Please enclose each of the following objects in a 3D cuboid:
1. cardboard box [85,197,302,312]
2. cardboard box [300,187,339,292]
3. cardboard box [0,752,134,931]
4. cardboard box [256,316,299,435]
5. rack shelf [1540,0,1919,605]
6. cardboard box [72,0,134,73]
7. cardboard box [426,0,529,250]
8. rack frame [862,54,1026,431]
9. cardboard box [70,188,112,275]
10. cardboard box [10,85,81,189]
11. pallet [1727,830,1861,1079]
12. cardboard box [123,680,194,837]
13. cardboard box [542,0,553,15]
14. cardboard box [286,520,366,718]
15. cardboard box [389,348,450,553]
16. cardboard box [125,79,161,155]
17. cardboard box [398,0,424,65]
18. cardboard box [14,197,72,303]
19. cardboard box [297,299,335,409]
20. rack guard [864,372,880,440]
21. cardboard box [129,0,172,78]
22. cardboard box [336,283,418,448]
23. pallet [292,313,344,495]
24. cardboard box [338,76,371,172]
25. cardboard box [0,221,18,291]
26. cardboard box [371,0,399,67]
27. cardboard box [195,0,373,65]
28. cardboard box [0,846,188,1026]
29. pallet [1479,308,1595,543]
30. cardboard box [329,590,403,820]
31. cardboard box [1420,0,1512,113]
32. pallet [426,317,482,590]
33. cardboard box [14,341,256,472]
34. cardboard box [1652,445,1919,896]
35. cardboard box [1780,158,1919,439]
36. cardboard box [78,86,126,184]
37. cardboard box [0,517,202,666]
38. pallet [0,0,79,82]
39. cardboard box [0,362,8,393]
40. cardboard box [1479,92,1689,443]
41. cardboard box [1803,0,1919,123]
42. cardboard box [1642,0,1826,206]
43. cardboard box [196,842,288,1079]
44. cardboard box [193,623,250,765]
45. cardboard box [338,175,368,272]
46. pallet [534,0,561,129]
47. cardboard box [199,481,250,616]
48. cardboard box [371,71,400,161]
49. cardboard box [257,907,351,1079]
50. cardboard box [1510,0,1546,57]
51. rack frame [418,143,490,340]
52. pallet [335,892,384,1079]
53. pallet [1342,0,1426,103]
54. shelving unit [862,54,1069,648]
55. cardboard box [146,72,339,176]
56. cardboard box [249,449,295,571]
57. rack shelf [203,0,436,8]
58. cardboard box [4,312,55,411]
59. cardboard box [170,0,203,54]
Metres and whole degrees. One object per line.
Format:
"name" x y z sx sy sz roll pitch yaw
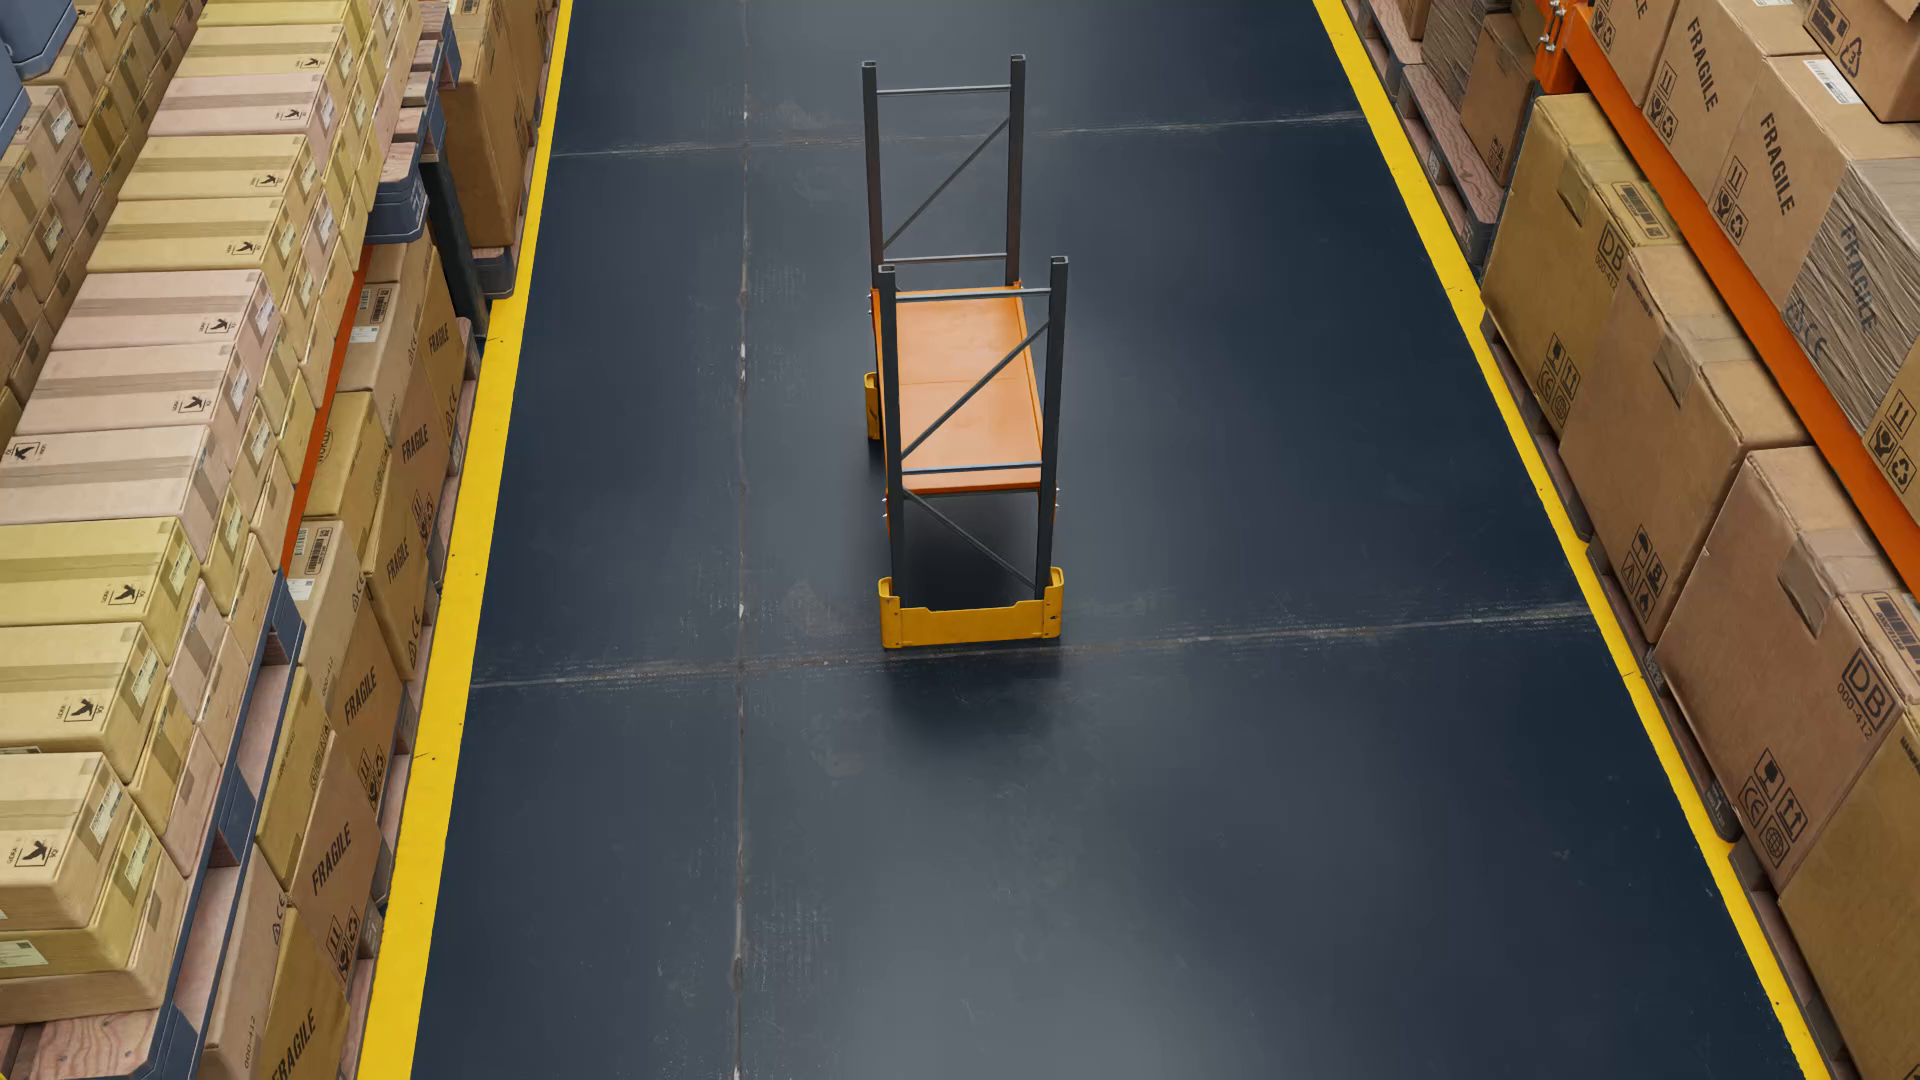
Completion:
"cardboard box" -1.727 -0.640 3.765 0.380 0.149 0.250 -2 47 -2
"cardboard box" -1.746 -0.726 4.050 0.380 0.149 0.250 -2 47 -2
"cardboard box" -1.591 0.490 2.694 0.380 0.149 0.250 -1 47 -1
"cardboard box" -1.706 -0.357 3.701 0.380 0.149 0.250 -4 47 -4
"rack shelf" 2.767 -0.362 4.523 1.077 0.370 4.000 -3 47 -3
"cardboard box" -2.464 -1.373 4.458 0.380 0.149 0.250 -4 47 -4
"cardboard box" -2.313 -1.645 6.503 1.050 0.750 0.750 -4 47 -4
"rack frame" -0.050 -0.945 5.612 0.500 1.500 0.032 -3 47 -3
"cardboard box" -2.421 -0.774 4.301 0.380 0.149 0.250 -2 47 -2
"cardboard box" -2.418 -0.986 4.092 0.380 0.149 0.250 -2 47 -1
"pallet" 2.795 1.242 4.428 1.003 0.211 1.213 -3 47 -3
"cardboard box" -1.615 0.405 2.980 0.380 0.149 0.250 -4 47 -4
"cardboard box" -2.468 -2.952 7.740 1.050 0.750 0.750 -3 47 -3
"cardboard box" -1.900 0.218 4.394 0.500 0.250 0.500 -2 47 -2
"cardboard box" -1.996 -0.277 5.379 0.500 0.500 0.500 -2 47 -2
"cardboard box" -2.470 -1.161 4.668 0.380 0.149 0.250 -1 47 -1
"cardboard box" -1.852 -1.558 5.043 0.380 0.149 0.250 -3 47 -3
"cardboard box" -2.402 -0.695 4.021 0.380 0.149 0.250 -4 47 -4
"cardboard box" -1.724 -0.432 3.977 0.380 0.149 0.250 -5 47 -5
"rack guard" -0.048 -0.501 6.053 0.587 0.250 0.087 -3 47 -3
"cardboard box" -2.486 -1.431 4.718 0.380 0.149 0.250 -1 47 -1
"cardboard box" -1.980 -0.528 5.100 0.500 0.250 0.500 -3 47 -3
"pallet" -2.145 -0.333 4.131 1.003 0.211 1.213 -3 47 -3
"cardboard box" -1.787 -1.095 4.400 0.380 0.149 0.250 -3 47 -3
"cardboard box" -2.377 -0.613 3.739 0.380 0.149 0.250 -4 47 -4
"cardboard box" -1.832 -1.466 4.751 0.380 0.149 0.250 -2 47 -2
"cardboard box" -1.813 -1.393 4.477 0.380 0.149 0.250 -2 47 -2
"cardboard box" -1.591 0.695 2.910 0.380 0.149 0.250 -6 47 -5
"pallet" 2.591 -0.523 6.100 1.003 0.211 1.213 -3 47 -3
"cardboard box" -1.917 0.469 4.672 0.500 0.500 0.500 -3 47 -3
"cardboard box" 2.464 -2.233 7.217 0.700 0.500 0.500 -7 47 -7
"pallet" -2.287 -0.304 5.893 1.003 0.211 1.213 -3 47 -3
"cardboard box" -1.680 -0.263 3.407 0.380 0.149 0.250 -4 47 -4
"cardboard box" 2.785 0.315 4.560 1.225 0.875 0.875 -5 47 -5
"cardboard box" 2.501 -0.618 4.200 0.500 0.500 0.500 -3 47 -3
"cardboard box" -2.439 -1.055 4.363 0.380 0.149 0.250 -3 47 -3
"cardboard box" -1.639 0.103 3.061 0.380 0.149 0.250 -3 47 -3
"pallet" -2.052 -1.105 2.794 1.213 0.211 1.003 -3 47 -3
"cardboard box" -2.361 -0.324 3.670 0.380 0.149 0.250 -3 47 -3
"cardboard box" 2.637 -0.970 5.777 1.225 0.875 0.875 -5 47 -5
"cardboard box" 2.697 -1.435 4.283 0.797 0.503 0.637 -3 47 -2
"cardboard box" 2.415 -1.350 4.894 0.500 0.500 0.500 -5 47 -4
"cardboard box" -1.815 0.972 3.679 0.500 0.250 0.500 -5 47 -5
"cardboard box" -1.637 0.313 3.271 0.380 0.149 0.250 -3 47 -3
"cardboard box" -1.770 -0.817 4.341 0.380 0.149 0.250 -5 47 -5
"pallet" -2.441 -2.325 7.807 1.003 0.211 1.213 -3 47 -3
"cardboard box" -1.659 0.030 3.335 0.380 0.149 0.250 -5 47 -5
"cardboard box" -1.811 -1.192 4.696 0.380 0.149 0.250 -3 47 -3
"cardboard box" -1.814 1.230 3.952 0.500 0.500 0.500 -2 47 -2
"cardboard box" 2.514 -2.089 6.565 0.500 0.250 0.500 -2 47 -2
"rack frame" -2.351 -1.829 5.416 1.000 3.000 0.127 -3 47 -3
"pallet" -2.083 1.461 4.221 1.003 0.211 1.213 -3 47 -3
"pallet" 2.437 -2.544 8.014 1.003 0.211 1.213 -3 47 -3
"shelving unit" -0.006 -0.571 5.258 0.587 1.500 1.083 -3 47 -3
"cardboard box" -1.772 -1.025 4.129 0.380 0.149 0.250 -3 47 -3
"cardboard box" -1.679 -0.053 3.618 0.380 0.149 0.250 -5 47 -5
"rack shelf" -2.519 -3.028 7.047 1.077 0.370 4.000 -3 47 -3
"cardboard box" -2.382 -0.403 3.950 0.380 0.149 0.250 -5 47 -5
"cardboard box" -2.515 -1.551 5.036 0.380 0.149 0.250 -4 47 -4
